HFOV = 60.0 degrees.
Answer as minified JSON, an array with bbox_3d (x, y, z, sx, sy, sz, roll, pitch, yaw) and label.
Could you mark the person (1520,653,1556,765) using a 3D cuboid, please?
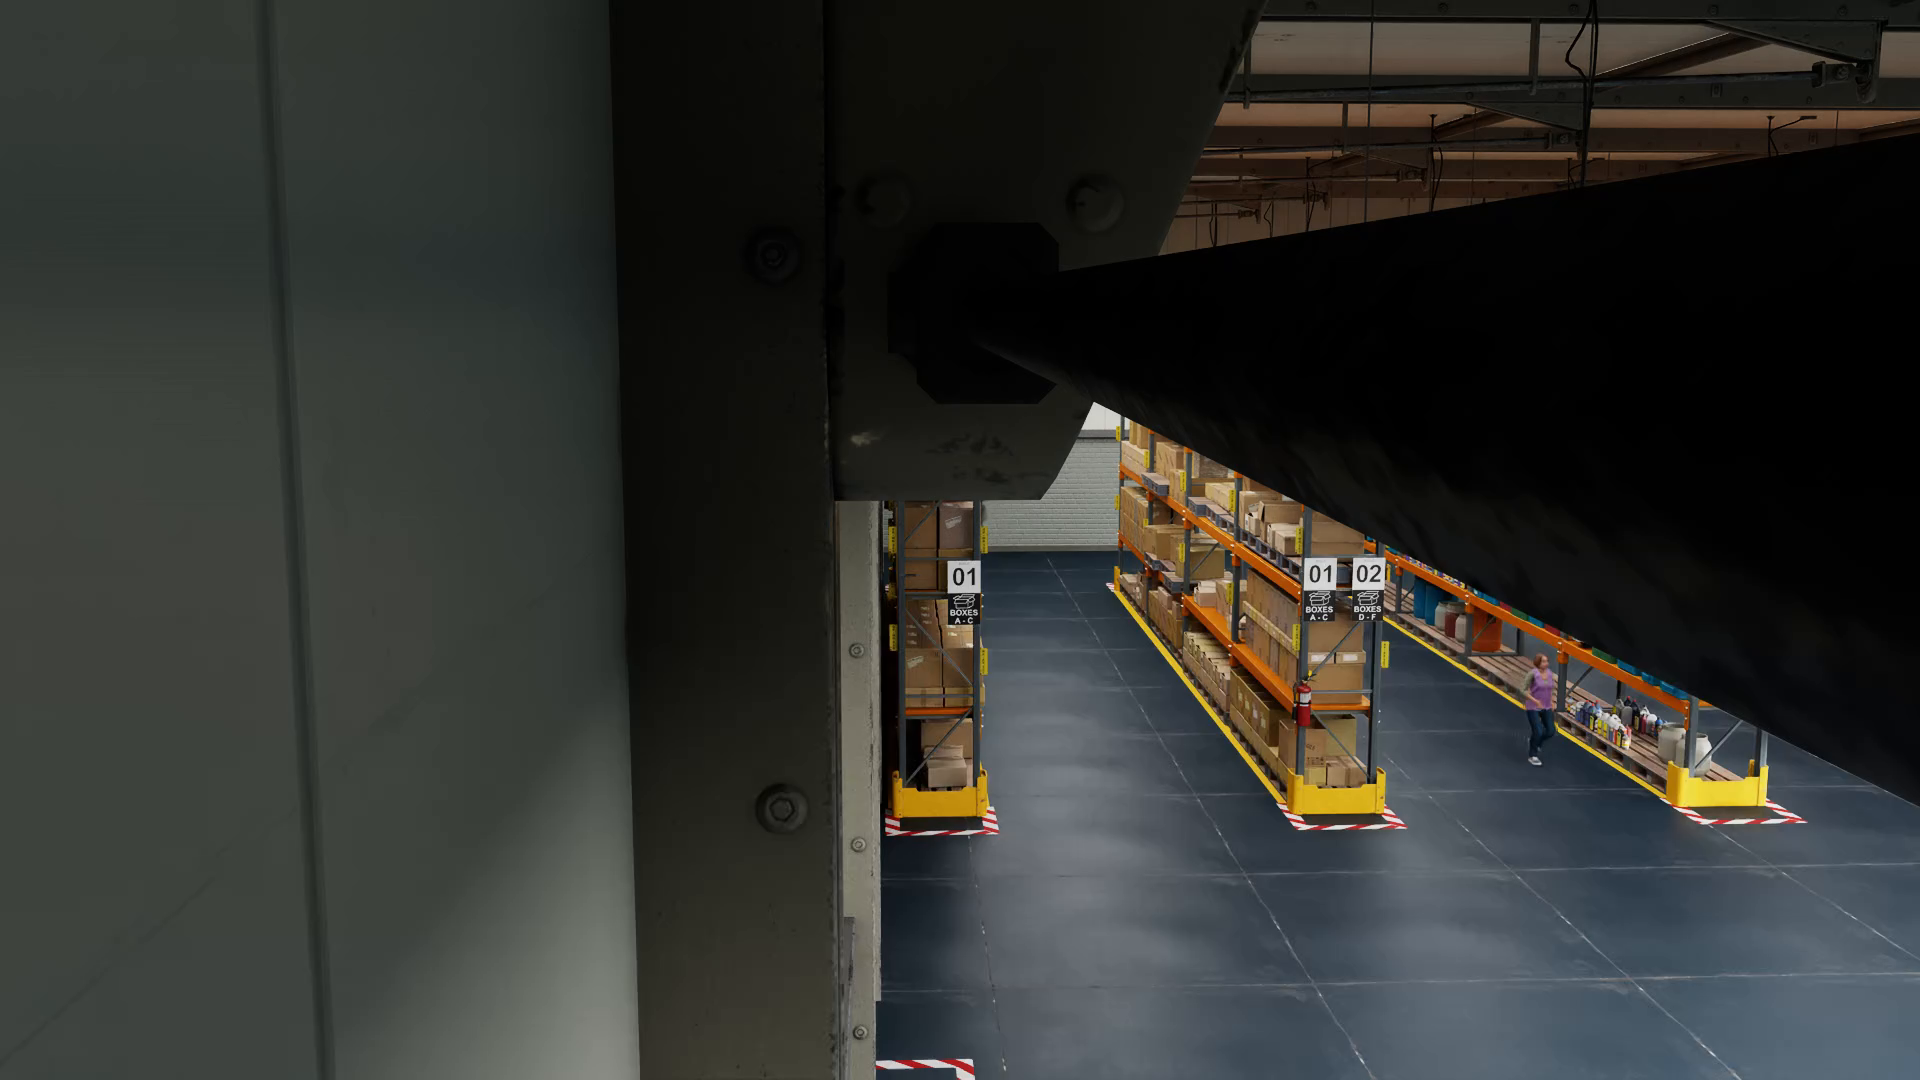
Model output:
[{"bbox_3d":[7.899,2.307,22.680,0.553,1.563,0.533,-2,8,-12],"label":"person"}]
